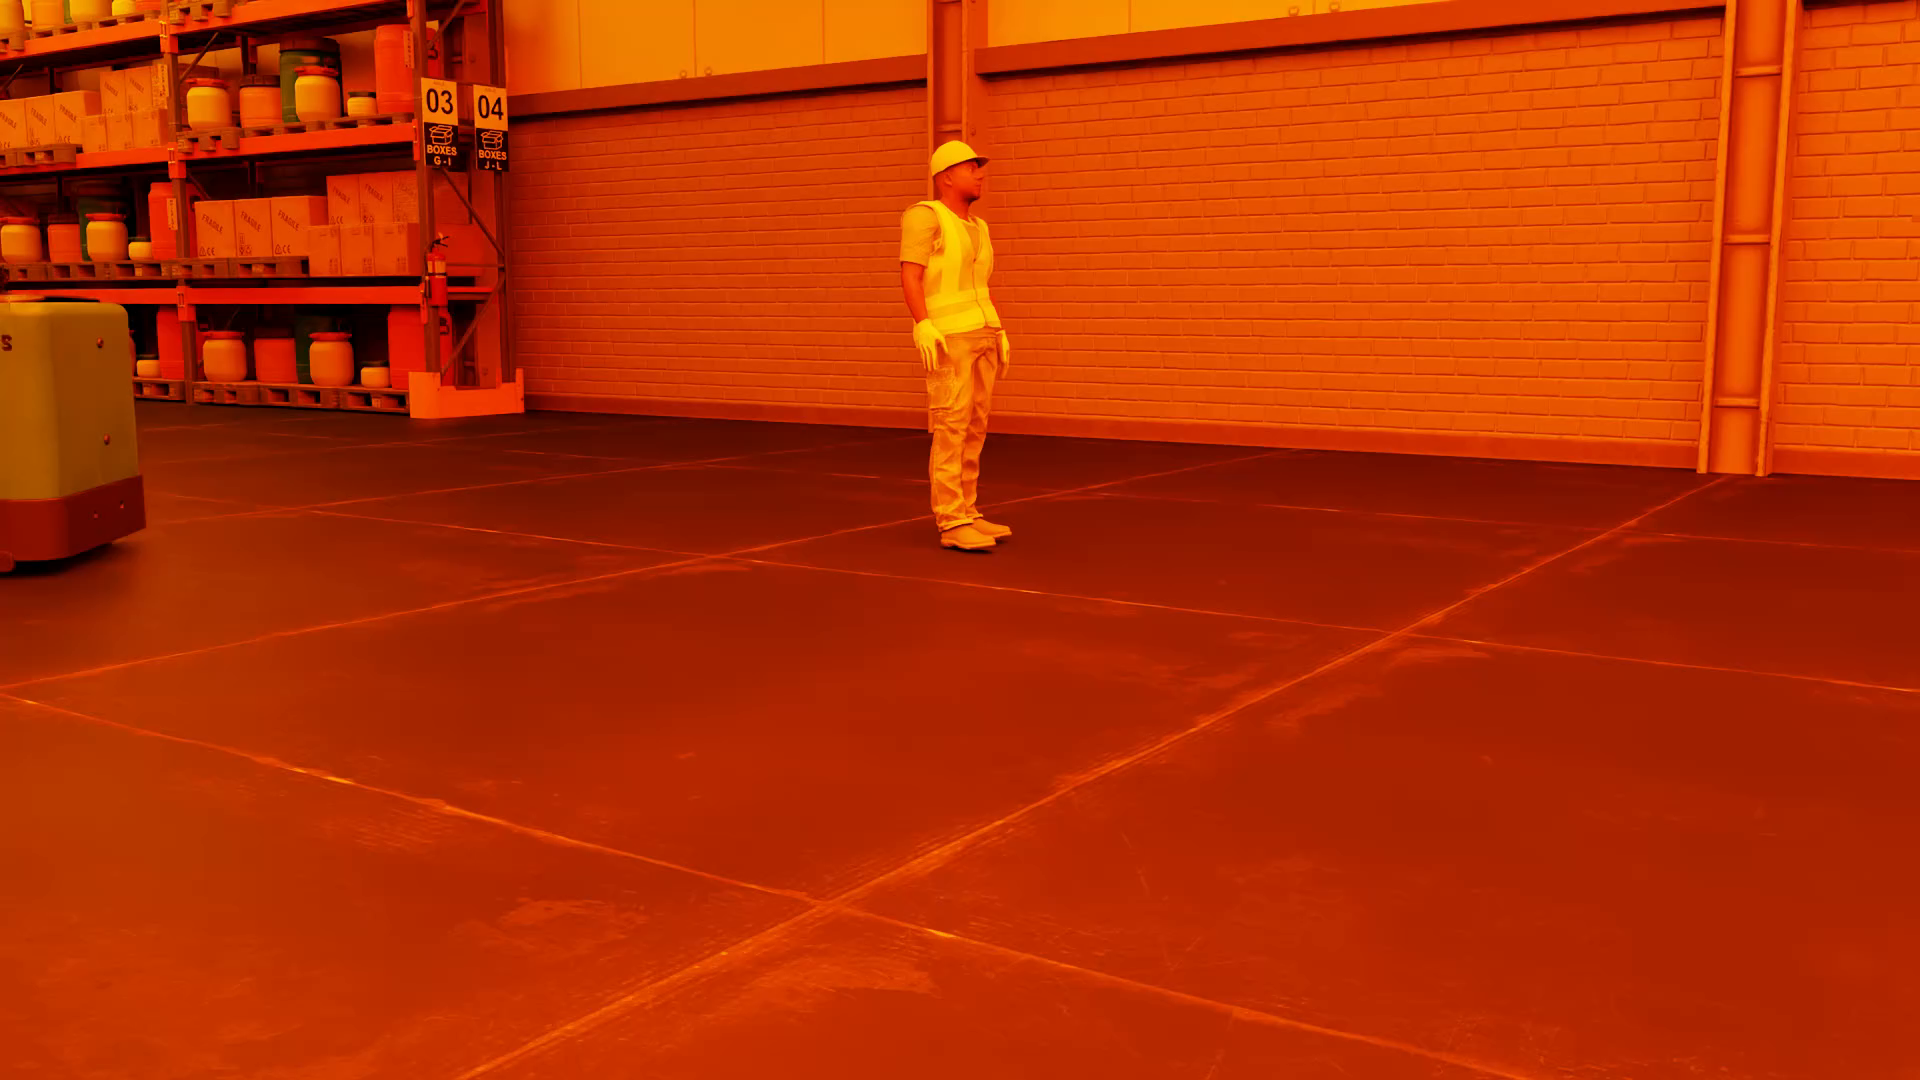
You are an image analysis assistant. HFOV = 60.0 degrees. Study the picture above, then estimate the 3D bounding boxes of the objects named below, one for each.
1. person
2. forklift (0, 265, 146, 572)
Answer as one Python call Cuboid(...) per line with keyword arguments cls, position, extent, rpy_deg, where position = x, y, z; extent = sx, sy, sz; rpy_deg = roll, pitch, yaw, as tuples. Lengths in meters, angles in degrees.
Cuboid(cls="person", position=(0.054, -0.883, 7.430), extent=(0.577, 1.782, 0.656), rpy_deg=(5, 10, 34))
Cuboid(cls="forklift", position=(-5.097, -1.344, 6.643), extent=(3.031, 2.935, 1.130), rpy_deg=(-1, 8, -8))
